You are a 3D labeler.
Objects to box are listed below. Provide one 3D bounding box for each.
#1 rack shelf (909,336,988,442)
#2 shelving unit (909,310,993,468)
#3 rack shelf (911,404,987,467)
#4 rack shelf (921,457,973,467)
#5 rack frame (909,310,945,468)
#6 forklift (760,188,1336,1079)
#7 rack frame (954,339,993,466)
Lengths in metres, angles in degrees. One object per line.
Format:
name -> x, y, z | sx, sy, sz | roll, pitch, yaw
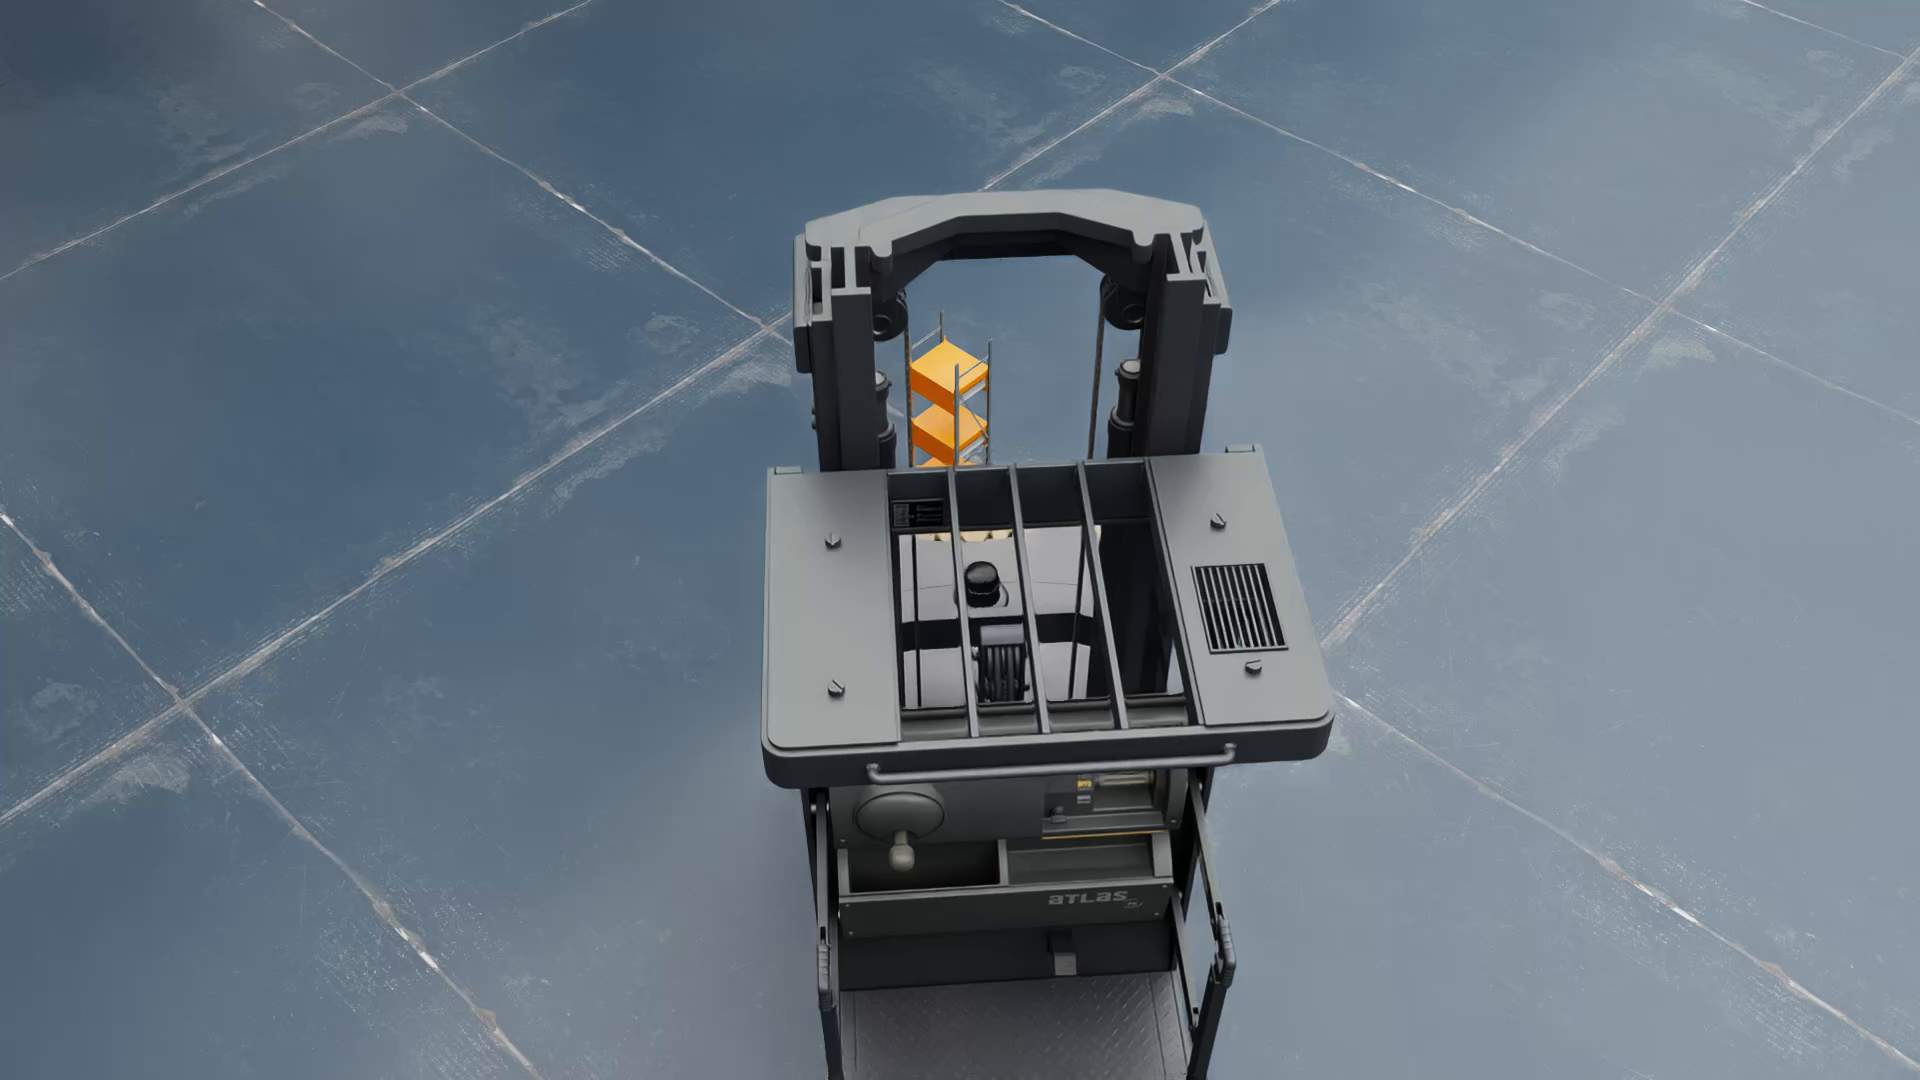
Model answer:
rack shelf -> -0.039, -0.573, 6.301 | 0.240, 0.259, 0.215 | 34, 55, 28
shelving unit -> -0.039, -0.386, 6.501 | 0.252, 1.050, 0.215 | 34, 55, 28
rack shelf -> -0.039, -0.379, 6.508 | 0.240, 0.259, 0.215 | 34, 55, 28
rack shelf -> -0.039, -0.188, 6.711 | 0.240, 0.259, 0.215 | 34, 55, 28
rack frame -> -0.129, -0.446, 6.557 | 0.008, 1.050, 0.200 | 34, 55, 28
forklift -> 0.142, 0.741, 4.152 | 1.130, 2.935, 3.031 | -3, 47, -3
rack frame -> 0.050, -0.326, 6.444 | 0.008, 1.050, 0.200 | 34, 55, 28
